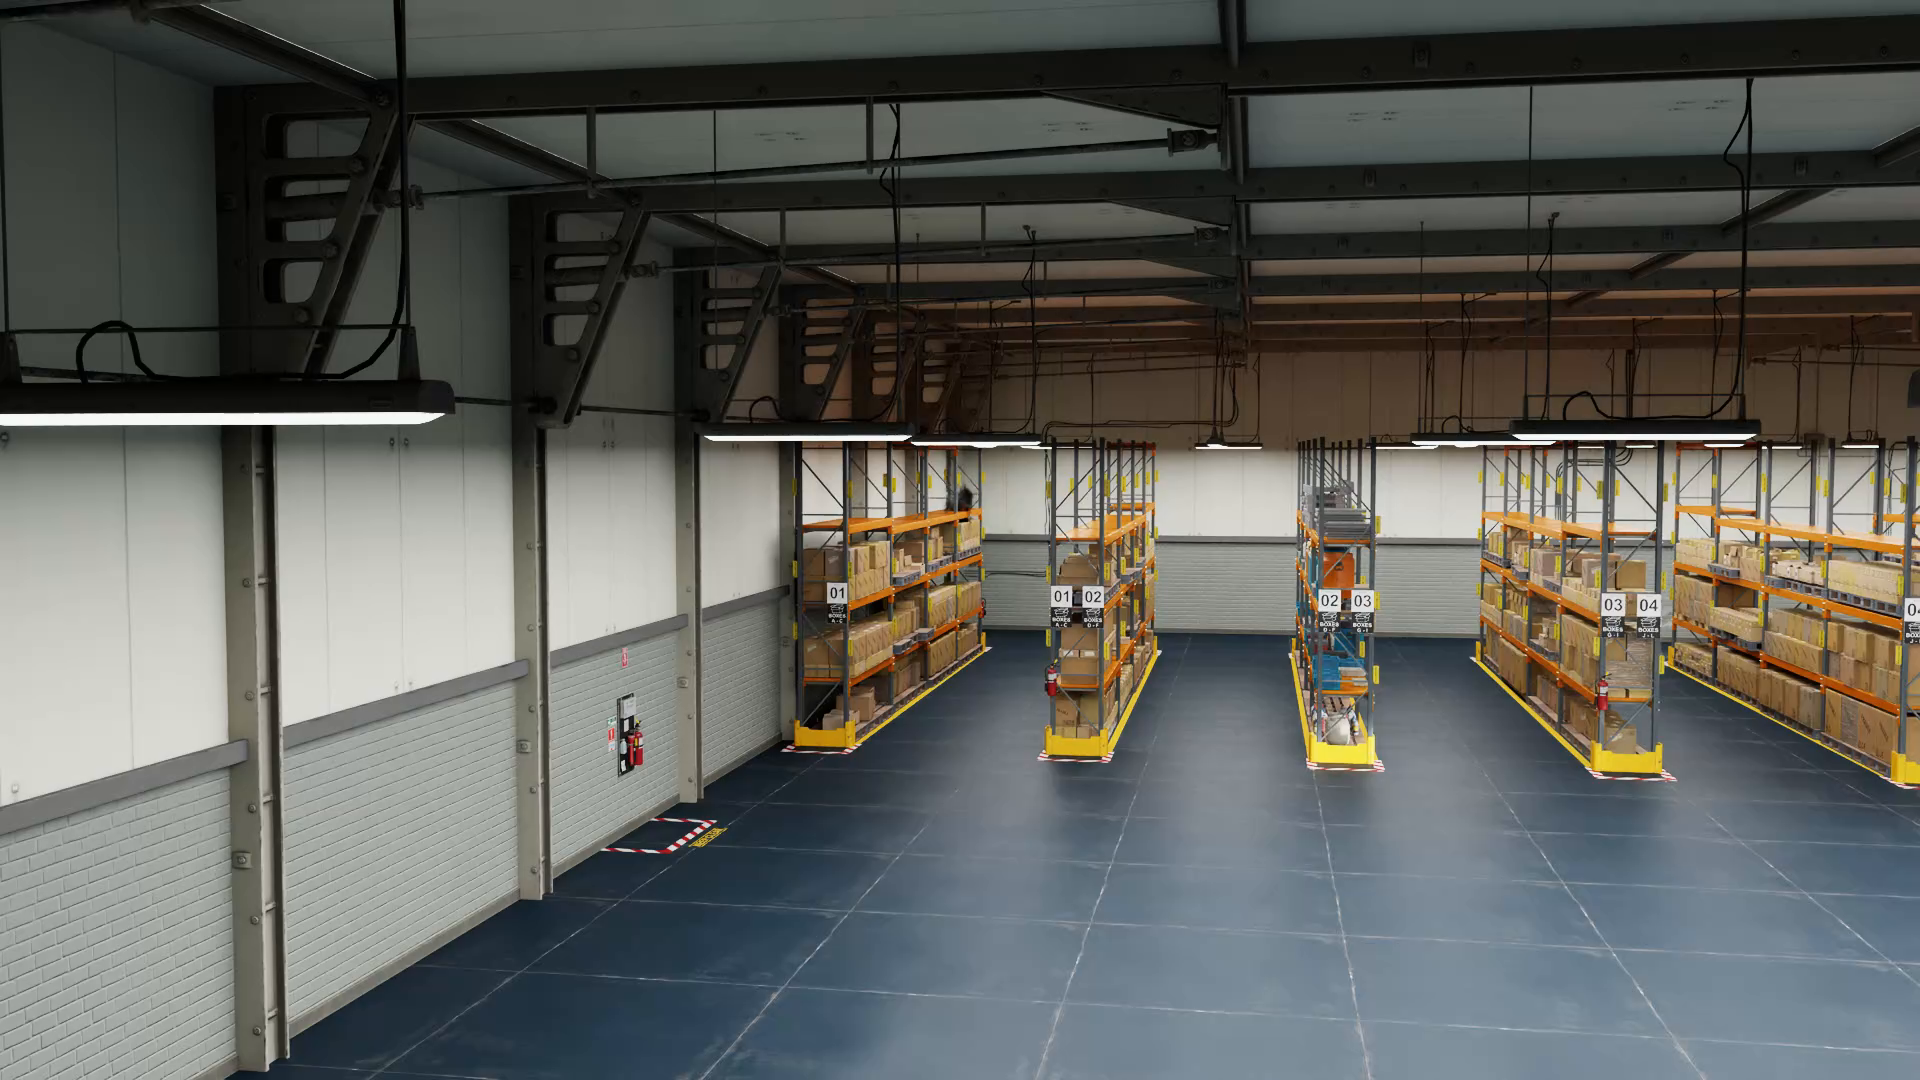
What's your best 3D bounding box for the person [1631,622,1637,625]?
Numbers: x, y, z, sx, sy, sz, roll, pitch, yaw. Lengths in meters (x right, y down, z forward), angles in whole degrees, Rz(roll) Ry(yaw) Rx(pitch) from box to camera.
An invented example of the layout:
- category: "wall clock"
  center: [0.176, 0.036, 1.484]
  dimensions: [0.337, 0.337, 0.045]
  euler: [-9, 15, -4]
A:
- category: "person"
  center: [17.615, 2.520, 43.750]
  dimensions: [0.701, 1.759, 0.727]
  euler: [1, 3, 16]
